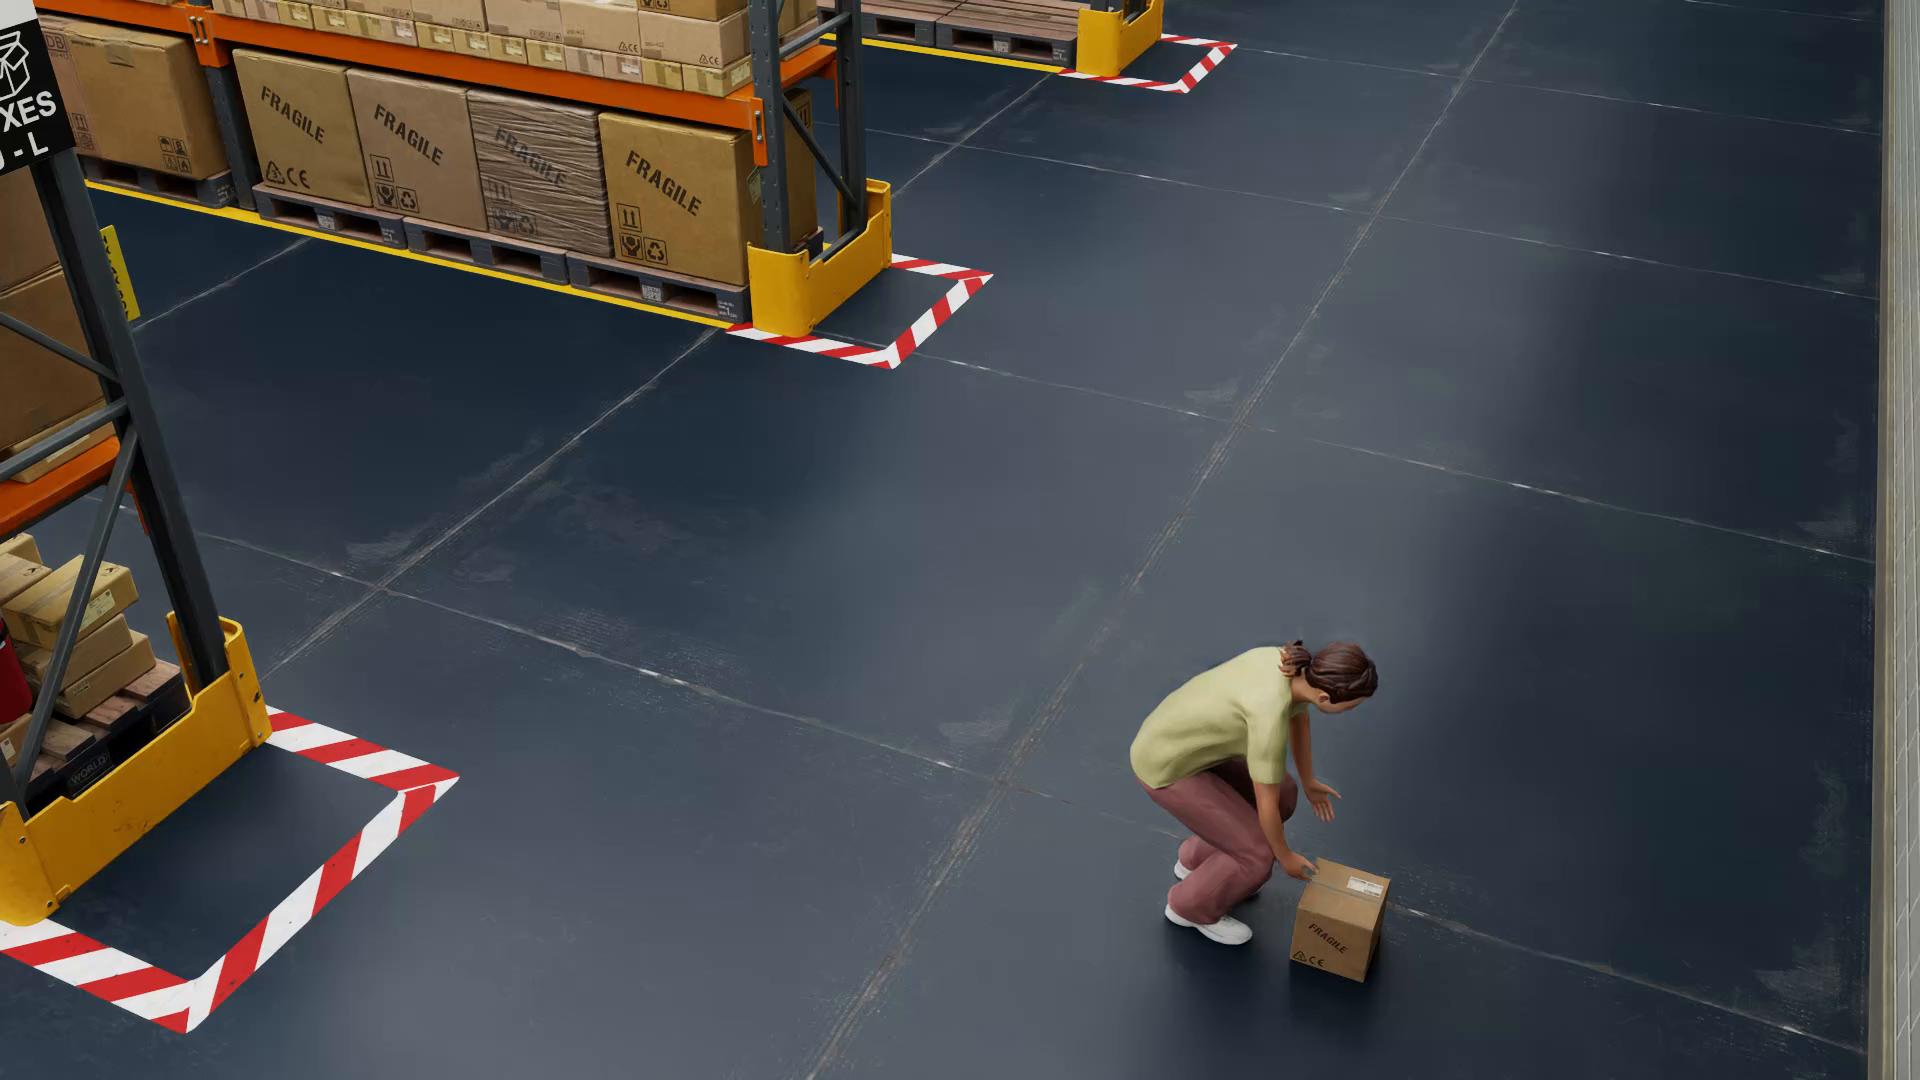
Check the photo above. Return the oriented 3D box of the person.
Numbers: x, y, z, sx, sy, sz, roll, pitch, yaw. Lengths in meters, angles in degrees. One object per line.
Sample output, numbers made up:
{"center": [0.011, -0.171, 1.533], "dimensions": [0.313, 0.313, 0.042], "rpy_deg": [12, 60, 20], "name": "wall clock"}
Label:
{"center": [0.935, 0.764, 5.445], "dimensions": [0.730, 1.186, 0.506], "rpy_deg": [14, 36, 20], "name": "person"}
